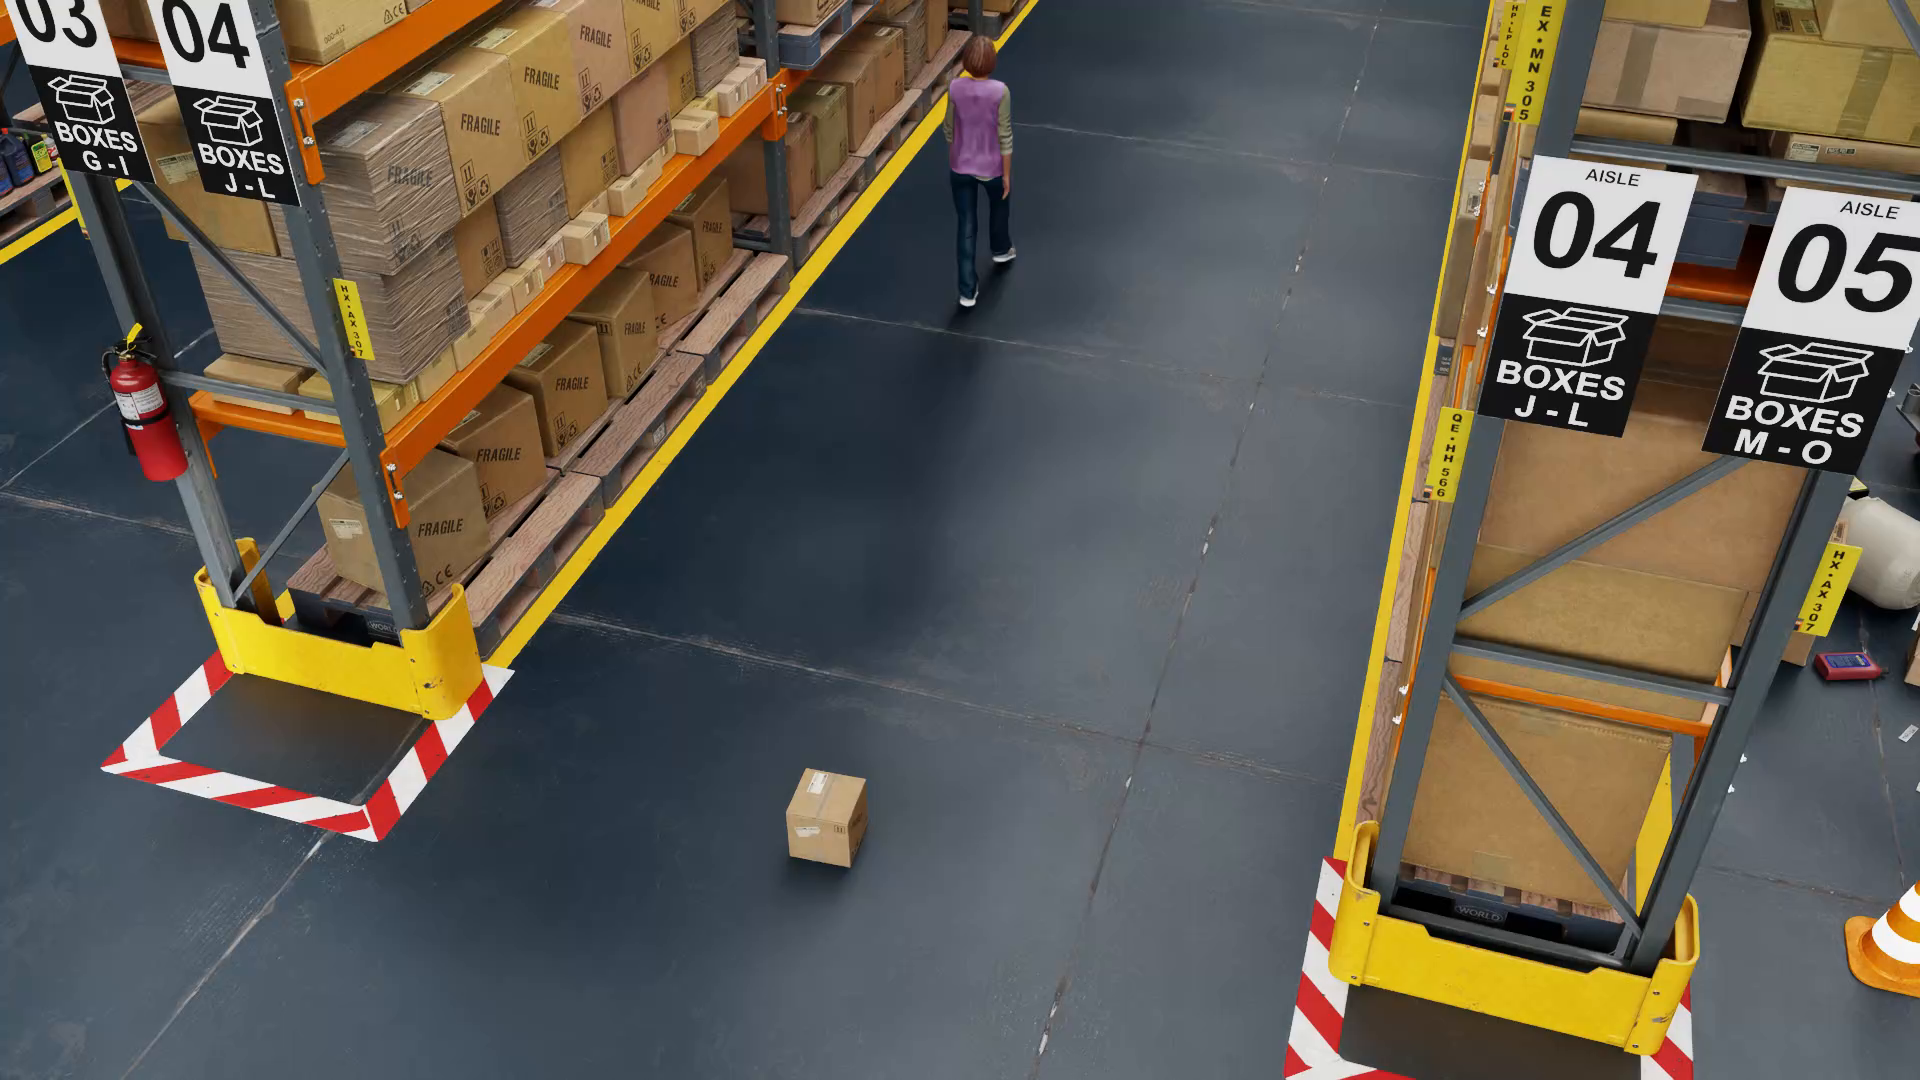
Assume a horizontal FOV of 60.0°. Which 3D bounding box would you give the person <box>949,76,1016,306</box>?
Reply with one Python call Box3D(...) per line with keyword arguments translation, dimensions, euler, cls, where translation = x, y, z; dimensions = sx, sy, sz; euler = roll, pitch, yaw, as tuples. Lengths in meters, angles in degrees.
Box3D(translation=(0.128, -2.143, 9.849), dimensions=(0.351, 1.343, 0.807), euler=(6, 38, 7), cls="person")
